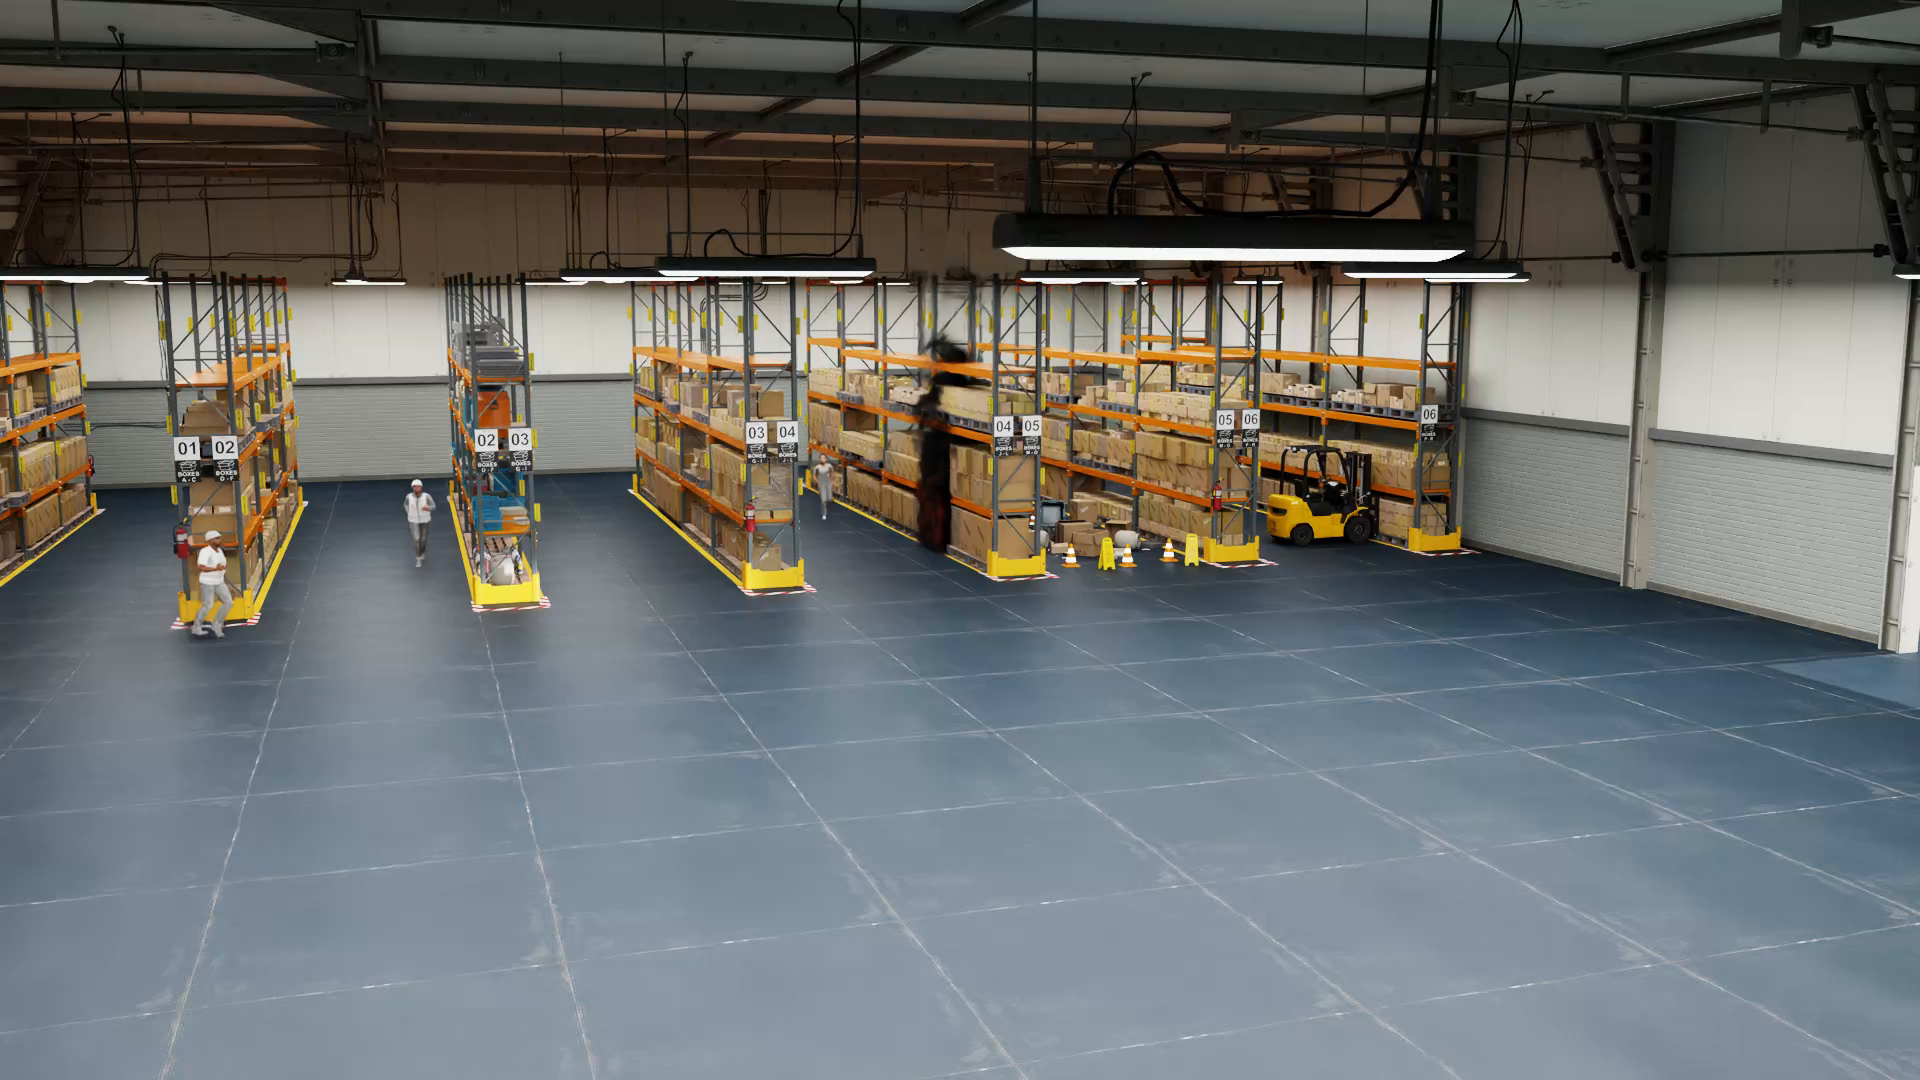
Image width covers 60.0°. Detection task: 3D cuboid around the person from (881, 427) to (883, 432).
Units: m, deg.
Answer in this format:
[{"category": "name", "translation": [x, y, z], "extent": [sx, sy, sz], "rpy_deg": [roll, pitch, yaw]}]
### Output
[{"category": "person", "translation": [-2.270, -2.423, 48.482], "extent": [0.633, 1.778, 0.732], "rpy_deg": [-6, 10, -33]}]

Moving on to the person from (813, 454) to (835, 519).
[{"category": "person", "translation": [-3.389, -1.338, 41.570], "extent": [0.572, 1.632, 0.529], "rpy_deg": [-2, 9, -14]}]

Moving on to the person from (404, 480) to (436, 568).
[{"category": "person", "translation": [-11.221, -0.363, 34.612], "extent": [0.638, 1.813, 0.871], "rpy_deg": [-3, 9, -19]}]

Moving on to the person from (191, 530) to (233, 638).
[{"category": "person", "translation": [-12.321, 0.741, 27.482], "extent": [0.717, 1.807, 0.696], "rpy_deg": [2, 9, 10]}]
